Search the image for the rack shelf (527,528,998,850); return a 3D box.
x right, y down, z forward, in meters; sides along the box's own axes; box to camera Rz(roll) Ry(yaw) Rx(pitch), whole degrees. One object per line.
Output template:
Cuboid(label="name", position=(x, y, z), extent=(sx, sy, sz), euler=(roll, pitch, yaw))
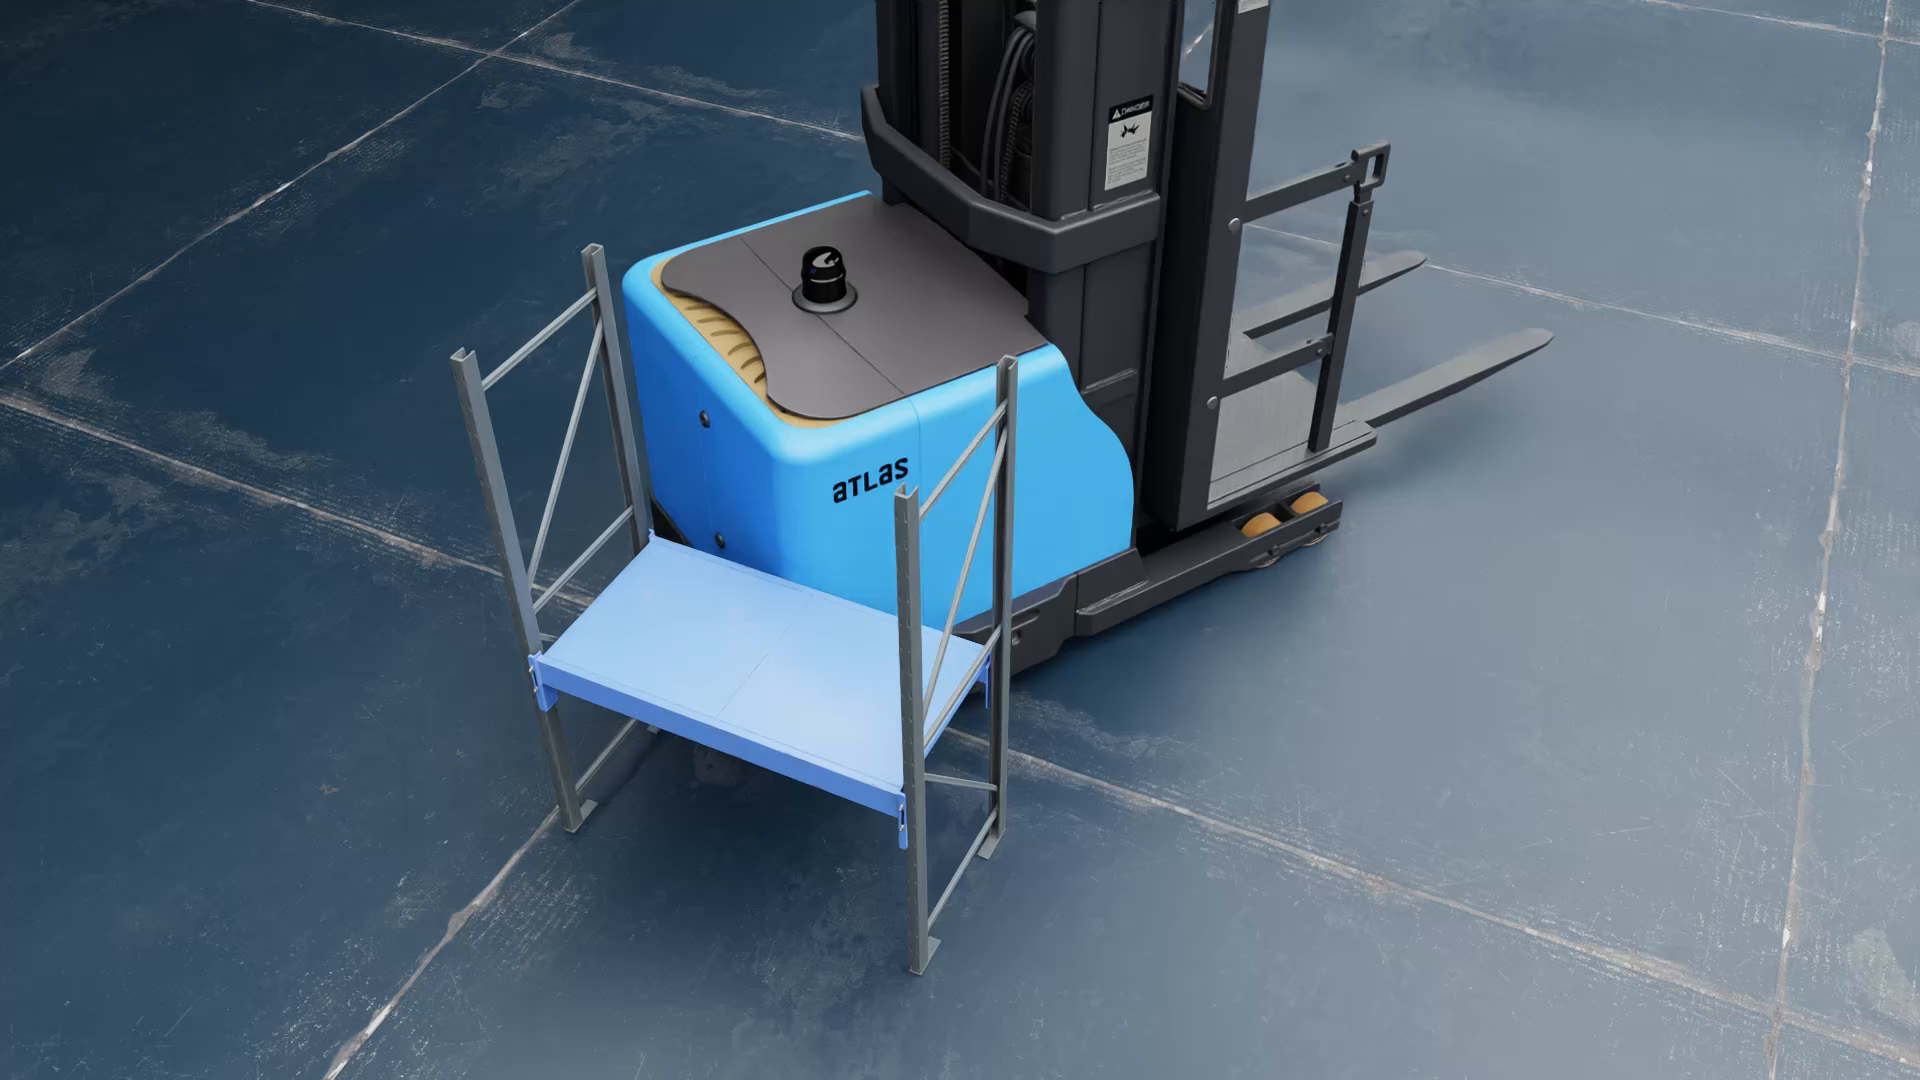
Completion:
Cuboid(label="rack shelf", position=(-0.460, 0.332, 3.997), extent=(1.000, 0.185, 0.538), euler=(17, 44, 19))

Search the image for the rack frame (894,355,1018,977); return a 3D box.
Cuboid(label="rack frame", position=(-0.001, 0.339, 3.713), extent=(0.032, 1.500, 0.500), euler=(17, 44, 19))

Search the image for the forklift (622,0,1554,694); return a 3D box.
Cuboid(label="forklift", position=(0.592, -1.293, 4.504), extent=(3.031, 2.935, 1.130), euler=(-23, 46, -24))

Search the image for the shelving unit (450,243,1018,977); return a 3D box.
Cuboid(label="shelving unit", position=(-0.460, 0.196, 3.879), extent=(1.048, 1.500, 0.538), euler=(17, 44, 19))

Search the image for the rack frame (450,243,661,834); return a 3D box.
Cuboid(label="rack frame", position=(-0.919, 0.053, 4.044), extent=(0.032, 1.500, 0.500), euler=(17, 44, 19))
